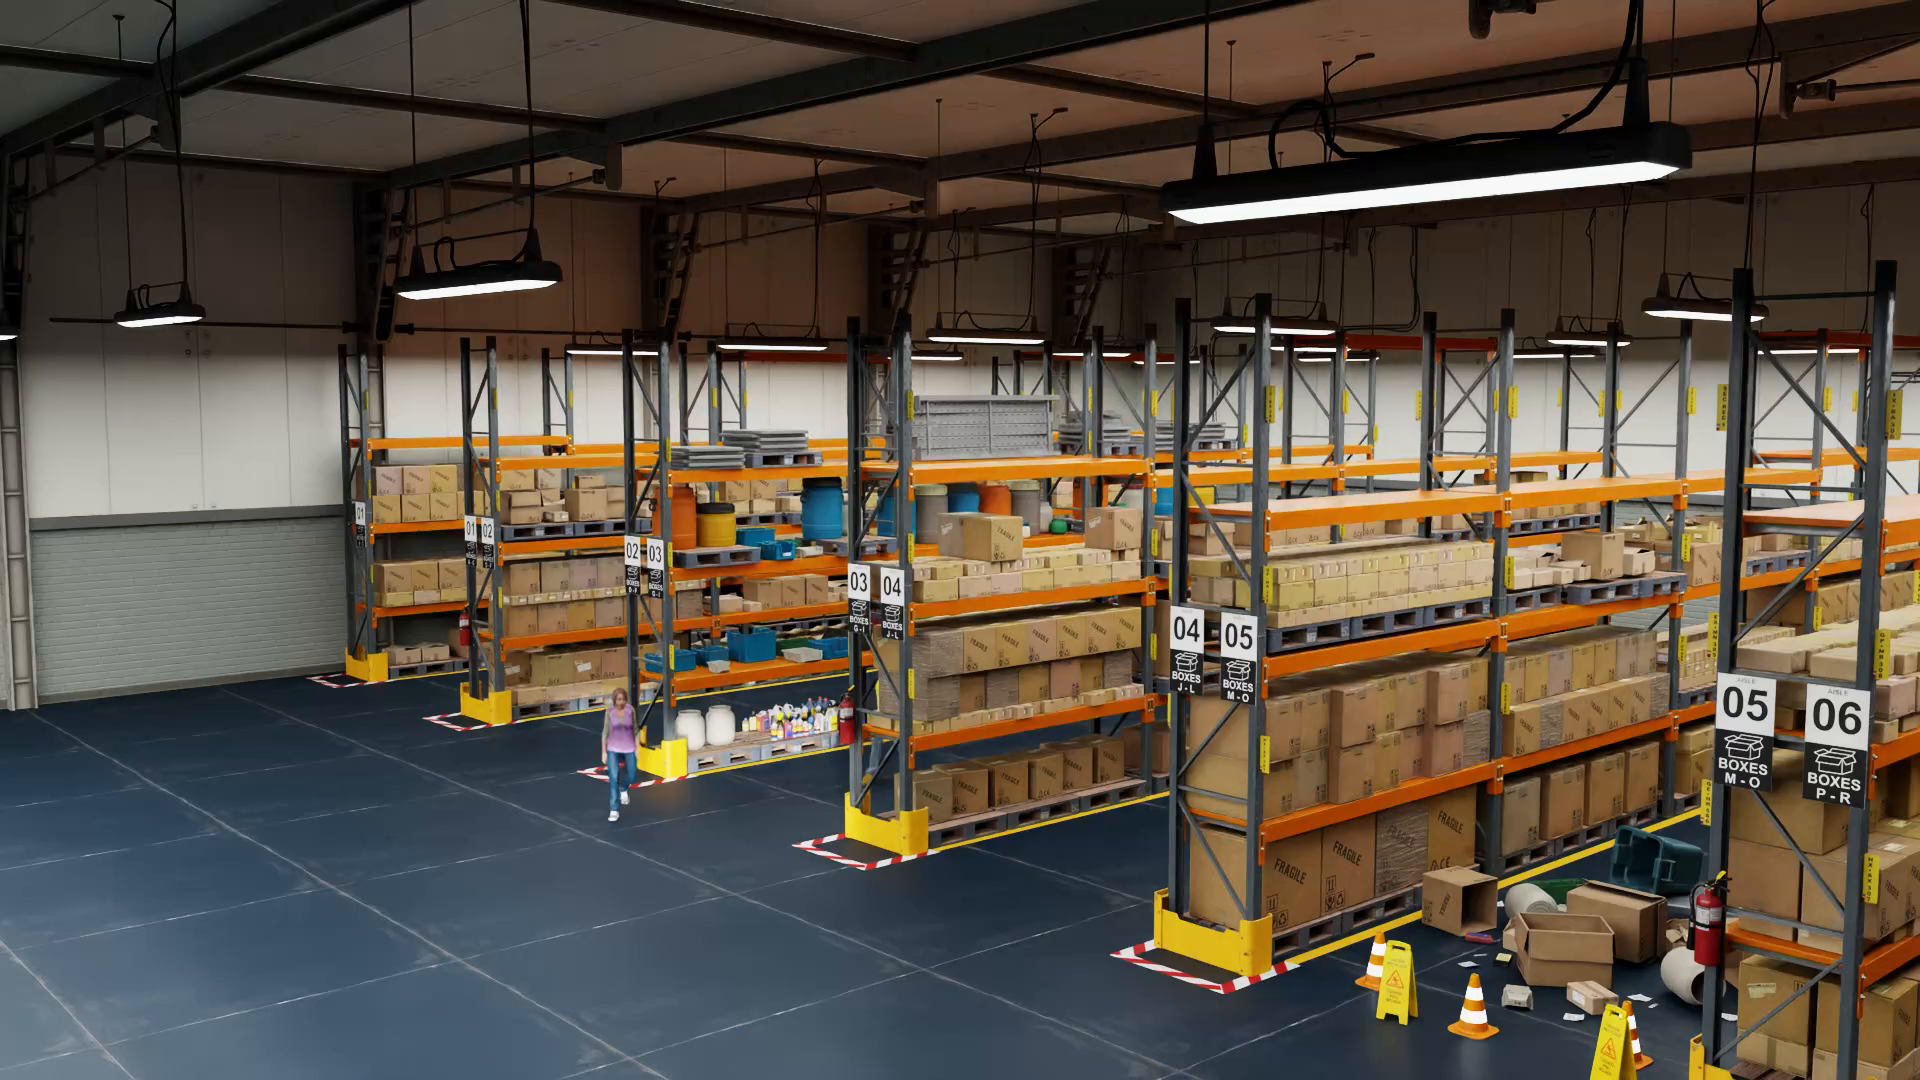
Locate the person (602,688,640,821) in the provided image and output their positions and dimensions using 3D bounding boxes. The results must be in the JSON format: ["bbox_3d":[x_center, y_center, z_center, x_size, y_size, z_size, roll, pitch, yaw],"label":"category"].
[{"bbox_3d":[-4.133,2.562,20.248,0.455,1.566,0.779,-2,5,-17],"label":"person"}]

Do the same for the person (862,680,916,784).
[{"bbox_3d":[-0.976,2.318,21.980,0.881,1.750,0.601,-4,7,-39],"label":"person"}]
